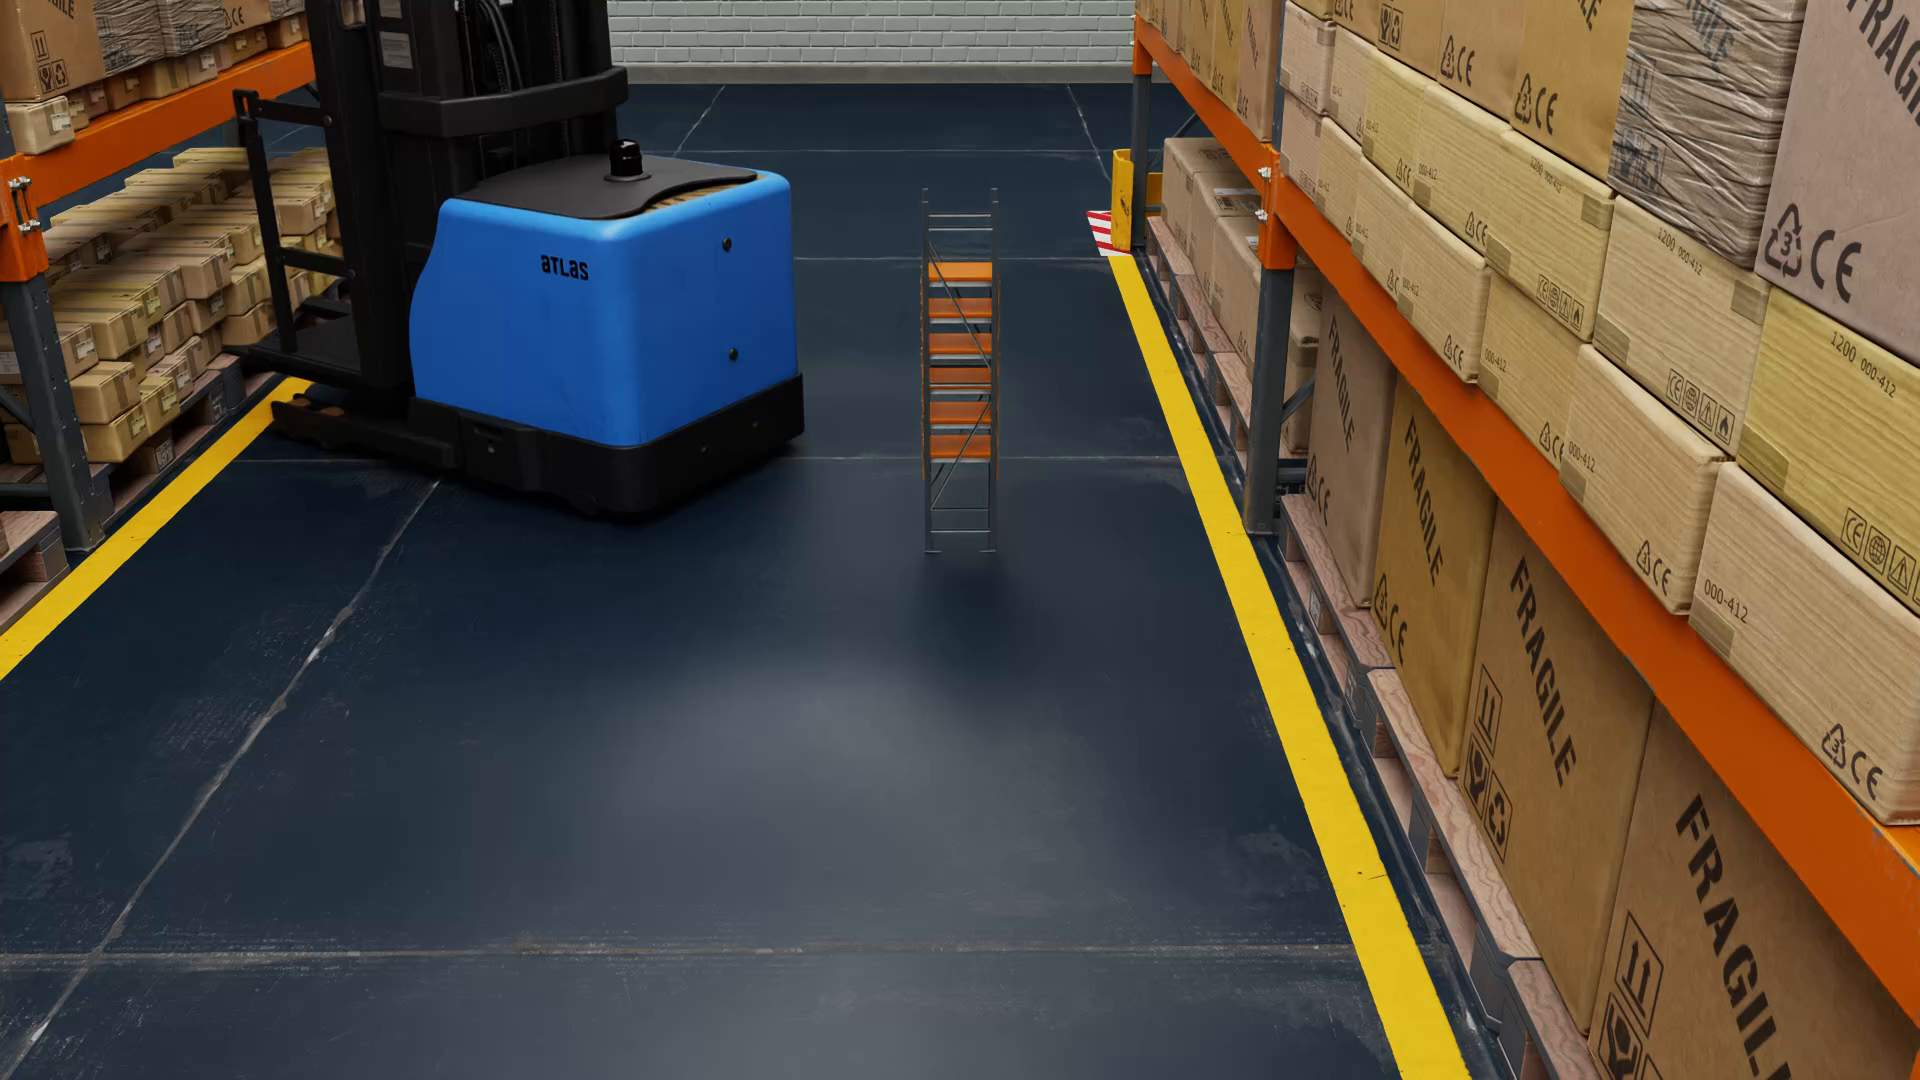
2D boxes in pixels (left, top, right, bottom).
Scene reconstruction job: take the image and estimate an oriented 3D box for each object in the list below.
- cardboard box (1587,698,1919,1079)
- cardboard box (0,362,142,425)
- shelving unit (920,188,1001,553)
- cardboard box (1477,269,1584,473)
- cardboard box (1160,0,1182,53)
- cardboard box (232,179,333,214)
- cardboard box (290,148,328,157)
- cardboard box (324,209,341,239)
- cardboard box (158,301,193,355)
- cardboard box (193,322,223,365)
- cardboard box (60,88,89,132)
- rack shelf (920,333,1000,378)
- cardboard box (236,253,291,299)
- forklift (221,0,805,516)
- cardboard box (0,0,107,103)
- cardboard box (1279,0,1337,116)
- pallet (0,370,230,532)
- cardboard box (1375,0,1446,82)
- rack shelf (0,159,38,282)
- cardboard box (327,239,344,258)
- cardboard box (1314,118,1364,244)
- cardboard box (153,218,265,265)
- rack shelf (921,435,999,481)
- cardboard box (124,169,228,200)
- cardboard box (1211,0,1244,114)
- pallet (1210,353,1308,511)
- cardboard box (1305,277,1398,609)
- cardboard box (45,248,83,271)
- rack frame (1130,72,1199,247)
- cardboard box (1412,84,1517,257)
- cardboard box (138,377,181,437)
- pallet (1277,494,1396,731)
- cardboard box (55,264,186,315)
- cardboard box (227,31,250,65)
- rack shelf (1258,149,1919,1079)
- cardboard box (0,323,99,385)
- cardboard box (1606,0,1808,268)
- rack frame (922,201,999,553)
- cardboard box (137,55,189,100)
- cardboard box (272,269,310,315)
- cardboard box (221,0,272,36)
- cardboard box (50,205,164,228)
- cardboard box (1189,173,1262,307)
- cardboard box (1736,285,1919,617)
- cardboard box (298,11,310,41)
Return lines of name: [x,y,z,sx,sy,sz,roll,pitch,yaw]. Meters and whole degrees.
cardboard box: [1.616,0.736,2.552,0.875,0.875,0.875,0,24,-1]
cardboard box: [-3.135,-0.519,5.847,0.380,0.149,0.250,1,24,2]
shelving unit: [0.000,-0.541,5.490,0.258,1.200,0.189,0,24,-1]
cardboard box: [1.265,-0.313,2.984,0.500,0.250,0.500,0,24,-1]
cardboard box: [1.193,-2.481,7.475,0.500,0.500,0.500,0,24,-1]
cardboard box: [-3.221,-1.618,7.916,0.380,0.149,0.250,-1,24,-3]
cardboard box: [-3.236,-1.935,8.617,0.380,0.149,0.250,0,24,0]
cardboard box: [-3.196,-1.586,8.207,0.380,0.149,0.250,-1,24,-3]
cardboard box: [-3.267,-0.835,6.544,0.380,0.149,0.250,-1,24,-3]
cardboard box: [-3.282,-0.811,6.854,0.380,0.149,0.250,-1,24,-3]
cardboard box: [-3.204,-1.450,5.622,0.380,0.149,0.250,0,24,1]
rack shelf: [0.000,-0.610,5.458,0.258,0.103,0.180,0,24,-1]
cardboard box: [-3.163,-1.154,7.251,0.380,0.149,0.250,0,24,0]
forklift: [-2.134,-1.860,6.306,3.031,2.935,1.130,14,28,29]
cardboard box: [-3.205,-1.727,5.446,0.500,0.500,0.500,-1,24,-2]
cardboard box: [1.220,-1.381,4.740,0.500,0.250,0.500,-1,24,-2]
pallet: [-3.494,-0.347,6.260,1.003,0.211,1.213,0,24,-1]
cardboard box: [1.251,-1.307,3.665,0.500,0.500,0.500,-1,24,-2]
rack shelf: [-3.430,-0.189,3.400,1.077,0.370,4.000,0,24,-1]
cardboard box: [-3.260,-1.450,8.267,0.380,0.149,0.250,0,24,-1]
cardboard box: [1.245,-0.940,4.371,0.500,0.250,0.500,-1,24,-2]
cardboard box: [-3.239,-1.291,7.192,0.380,0.149,0.250,0,24,0]
rack shelf: [0.000,-0.282,5.607,0.258,0.103,0.180,0,24,-1]
cardboard box: [-3.831,-1.717,8.135,0.380,0.149,0.250,0,24,-1]
cardboard box: [1.226,-1.852,6.083,0.500,0.500,0.500,-1,24,-2]
pallet: [1.567,-0.448,6.484,1.003,0.211,1.213,0,24,-1]
cardboard box: [1.584,-0.373,5.003,0.875,0.875,0.875,0,24,1]
cardboard box: [-3.788,-1.076,6.716,0.380,0.149,0.250,-1,24,-3]
rack frame: [1.454,-3.053,8.860,1.000,3.000,0.127,0,24,-1]
cardboard box: [1.240,-0.750,3.344,0.500,0.250,0.500,-1,24,-2]
cardboard box: [-3.137,-0.494,6.152,0.380,0.149,0.250,0,24,1]
pallet: [1.581,0.184,5.088,1.003,0.211,1.213,0,24,-1]
cardboard box: [-3.269,-0.972,6.487,0.380,0.149,0.250,-1,24,-2]
cardboard box: [-3.264,-2.101,7.060,0.380,0.149,0.250,0,24,0]
rack shelf: [1.519,-0.253,3.541,1.077,0.370,4.000,0,24,-1]
cardboard box: [-3.248,-0.647,5.768,0.380,0.149,0.250,1,24,2]
cardboard box: [1.260,-0.681,2.280,0.500,0.500,0.500,0,24,0]
rack frame: [0.001,-0.503,5.406,0.240,1.200,0.006,0,24,-1]
cardboard box: [-3.194,-1.776,6.342,0.380,0.149,0.250,0,24,0]
cardboard box: [-3.196,-1.131,7.561,0.380,0.149,0.250,0,24,0]
cardboard box: [-3.222,-2.359,6.844,0.500,0.500,0.500,1,24,2]
cardboard box: [-3.795,-1.393,7.417,0.380,0.149,0.250,0,24,0]
cardboard box: [1.579,-1.428,7.867,0.875,0.438,0.875,0,24,1]
cardboard box: [1.282,-0.114,1.938,0.500,0.250,0.500,0,24,-1]
cardboard box: [-3.200,-2.430,7.788,0.380,0.149,0.250,0,24,1]
